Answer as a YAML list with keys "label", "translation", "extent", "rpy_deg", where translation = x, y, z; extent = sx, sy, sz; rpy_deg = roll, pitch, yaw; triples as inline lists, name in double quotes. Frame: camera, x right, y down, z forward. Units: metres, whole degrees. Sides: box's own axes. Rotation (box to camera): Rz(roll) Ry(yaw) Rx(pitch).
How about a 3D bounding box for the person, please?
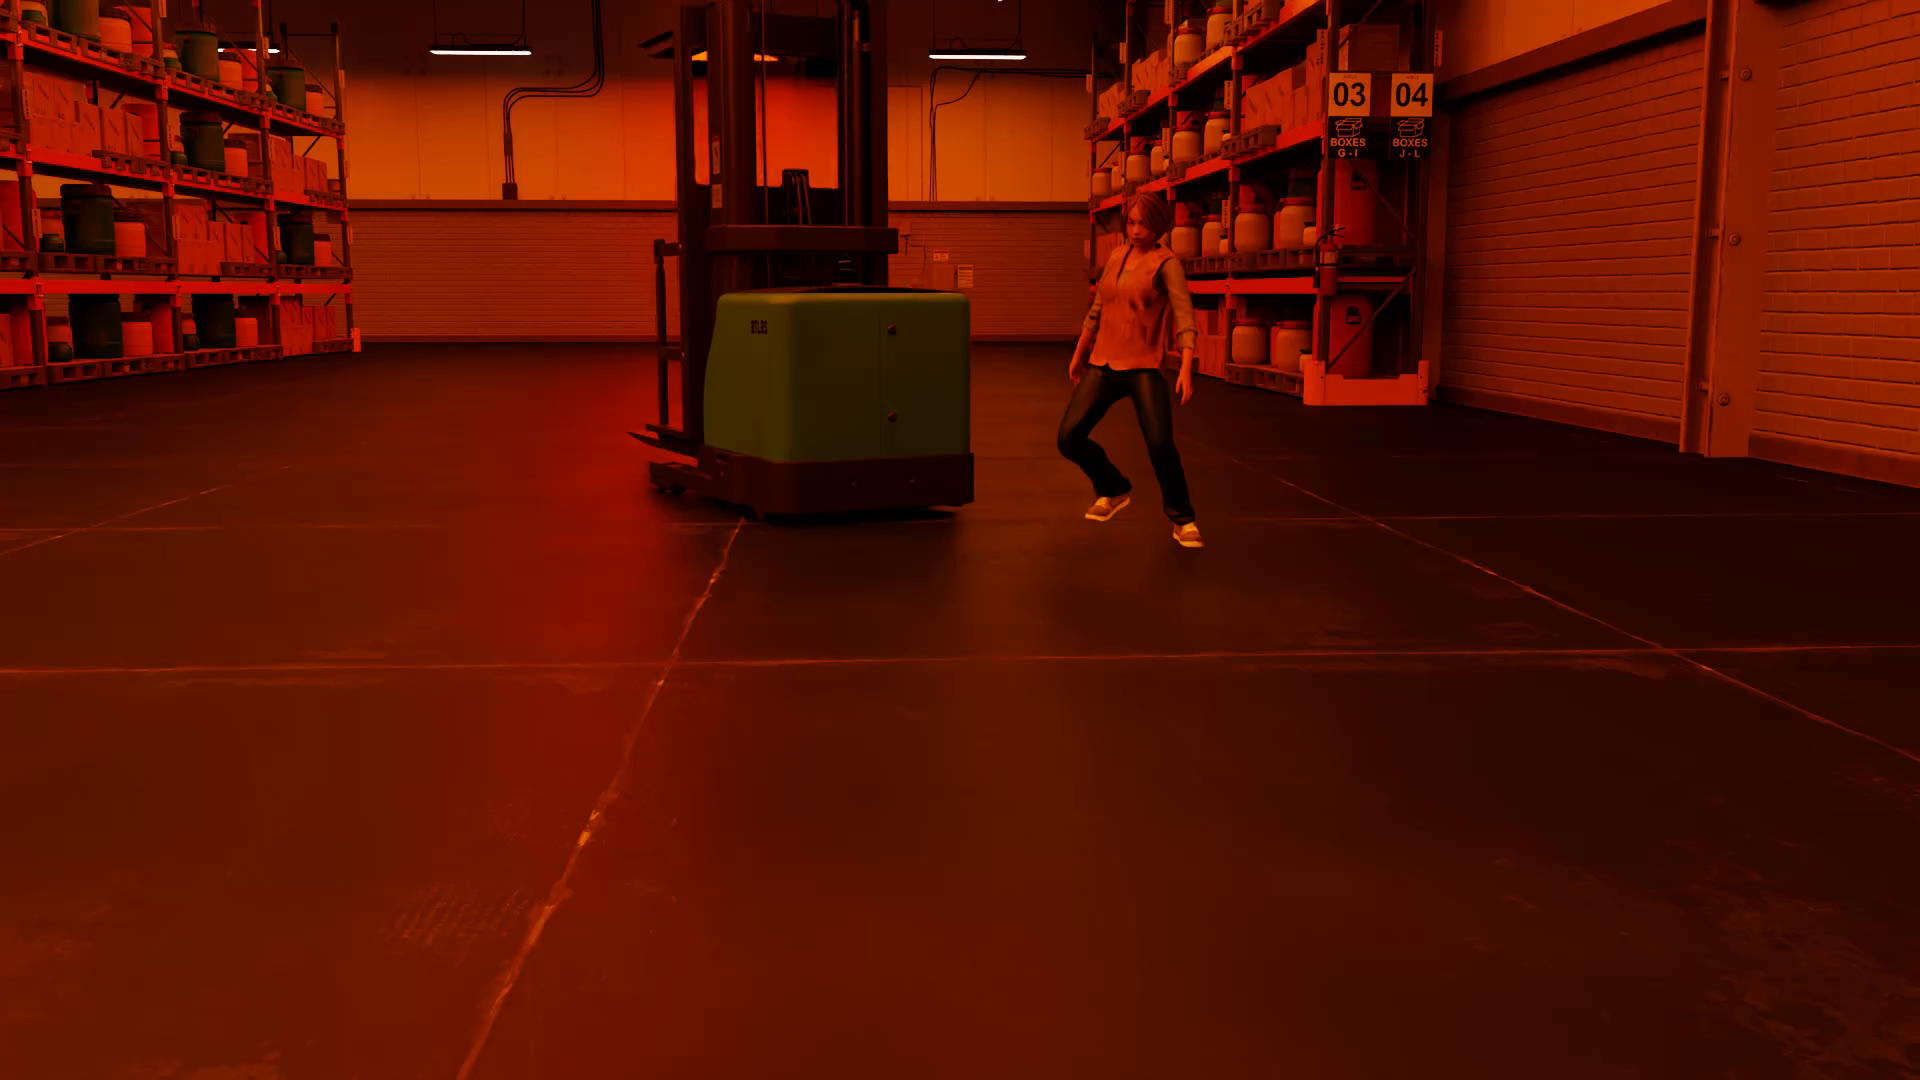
- label: "person"
  translation: [0.729, -0.736, 7.200]
  extent: [0.452, 1.508, 0.762]
  rpy_deg: [-8, 12, -44]

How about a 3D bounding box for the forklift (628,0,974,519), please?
- label: "forklift"
  translation: [-1.057, -1.722, 8.930]
  extent: [1.130, 2.935, 3.031]
  rpy_deg: [-4, 9, -27]
